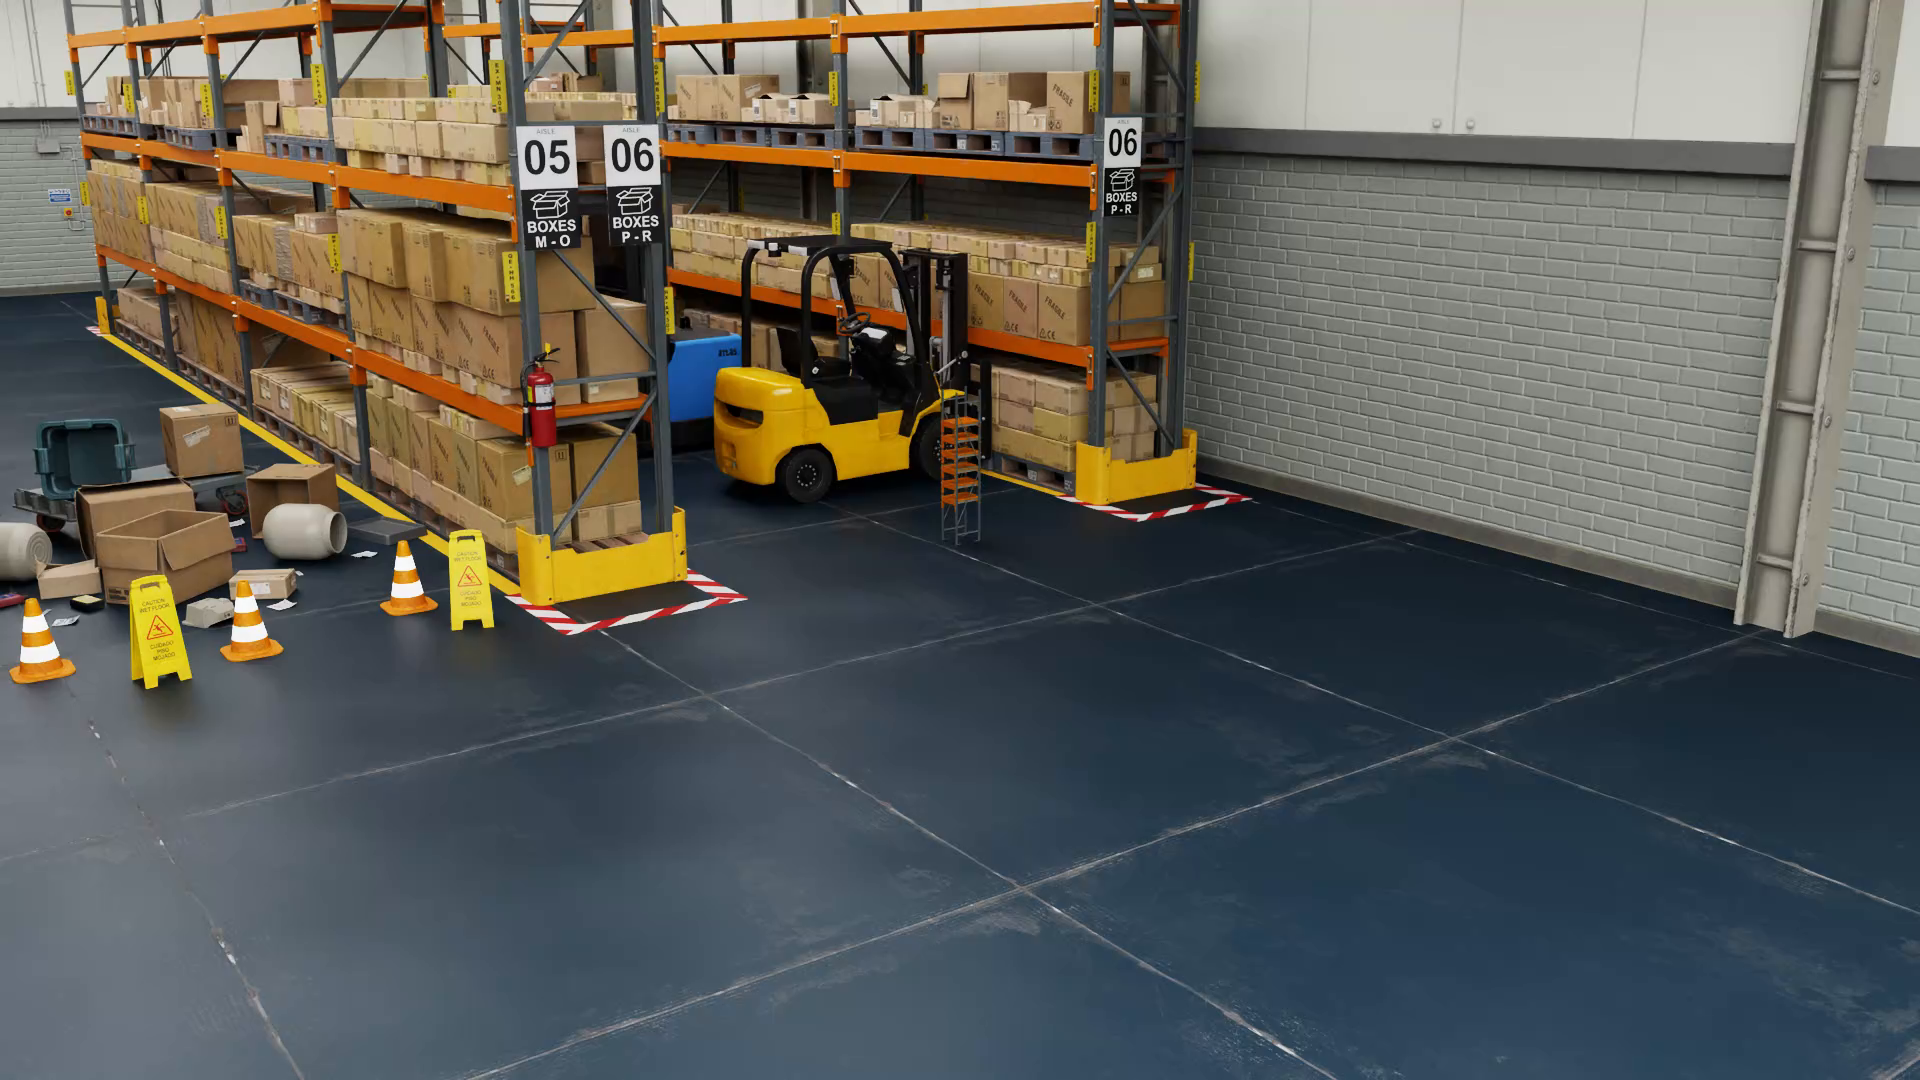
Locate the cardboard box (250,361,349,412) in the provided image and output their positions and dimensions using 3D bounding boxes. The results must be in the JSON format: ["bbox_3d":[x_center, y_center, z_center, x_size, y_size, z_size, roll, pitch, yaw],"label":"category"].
[{"bbox_3d":[-6.861,-1.619,17.490,0.950,0.372,0.625,-12,20,-38],"label":"cardboard box"}]

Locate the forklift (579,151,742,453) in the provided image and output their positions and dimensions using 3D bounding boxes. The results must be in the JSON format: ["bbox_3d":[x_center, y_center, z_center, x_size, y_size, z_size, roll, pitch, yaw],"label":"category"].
[{"bbox_3d":[-3.588,-2.252,15.754,3.031,2.935,1.130,-13,20,-39],"label":"forklift"}]

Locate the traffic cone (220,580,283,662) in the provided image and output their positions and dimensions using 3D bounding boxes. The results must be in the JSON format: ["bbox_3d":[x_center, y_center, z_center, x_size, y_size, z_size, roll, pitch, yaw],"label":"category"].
[{"bbox_3d":[-4.475,0.480,10.447,0.336,0.463,0.334,-11,19,-35],"label":"traffic cone"}]

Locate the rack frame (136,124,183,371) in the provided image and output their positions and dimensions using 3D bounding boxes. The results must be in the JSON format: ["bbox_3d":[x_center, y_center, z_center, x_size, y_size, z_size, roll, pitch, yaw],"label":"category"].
[{"bbox_3d":[-9.537,-3.660,20.766,1.000,3.000,0.127,-11,19,-35],"label":"rack frame"}]

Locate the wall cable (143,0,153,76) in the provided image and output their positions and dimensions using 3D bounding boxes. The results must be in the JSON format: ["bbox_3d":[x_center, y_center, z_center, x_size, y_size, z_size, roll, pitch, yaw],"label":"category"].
[{"bbox_3d":[-14.851,-8.695,27.797,2.355,3.000,0.029,-11,19,-35],"label":"wall cable"}]

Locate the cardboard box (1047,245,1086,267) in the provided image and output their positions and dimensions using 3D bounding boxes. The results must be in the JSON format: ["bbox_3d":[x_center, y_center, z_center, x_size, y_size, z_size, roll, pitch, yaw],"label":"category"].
[{"bbox_3d":[0.981,-2.465,14.418,0.380,0.149,0.250,-11,19,-34],"label":"cardboard box"}]

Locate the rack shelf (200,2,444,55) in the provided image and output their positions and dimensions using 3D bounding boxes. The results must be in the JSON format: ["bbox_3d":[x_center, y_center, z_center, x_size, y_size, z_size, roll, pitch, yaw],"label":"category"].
[{"bbox_3d":[-6.009,-4.732,15.440,1.077,0.370,4.000,-11,19,-35],"label":"rack shelf"}]

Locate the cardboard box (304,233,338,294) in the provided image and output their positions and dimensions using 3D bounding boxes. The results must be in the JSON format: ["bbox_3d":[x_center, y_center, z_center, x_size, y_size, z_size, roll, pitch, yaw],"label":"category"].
[{"bbox_3d":[-5.583,-2.514,15.033,0.500,0.500,0.500,-11,19,-34],"label":"cardboard box"}]

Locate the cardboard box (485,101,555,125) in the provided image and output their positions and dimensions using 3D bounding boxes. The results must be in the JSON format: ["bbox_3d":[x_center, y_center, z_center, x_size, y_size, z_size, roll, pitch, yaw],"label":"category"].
[{"bbox_3d":[-2.919,-2.834,11.032,0.380,0.149,0.250,-11,19,-34],"label":"cardboard box"}]

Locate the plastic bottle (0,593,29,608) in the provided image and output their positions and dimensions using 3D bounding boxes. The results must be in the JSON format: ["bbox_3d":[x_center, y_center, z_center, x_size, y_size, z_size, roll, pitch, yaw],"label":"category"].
[{"bbox_3d":[-6.568,0.419,11.428,0.133,0.061,0.283,10,18,33],"label":"plastic bottle"}]

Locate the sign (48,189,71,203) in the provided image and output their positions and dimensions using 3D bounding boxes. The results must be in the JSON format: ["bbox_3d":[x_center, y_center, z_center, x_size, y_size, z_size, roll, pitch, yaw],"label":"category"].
[{"bbox_3d":[-15.298,-5.850,28.257,0.327,0.218,0.001,-11,19,-35],"label":"sign"}]

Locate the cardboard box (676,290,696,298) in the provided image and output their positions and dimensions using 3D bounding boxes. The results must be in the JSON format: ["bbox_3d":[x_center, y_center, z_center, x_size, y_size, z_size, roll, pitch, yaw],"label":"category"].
[{"bbox_3d":[-3.572,-3.148,21.606,0.380,0.149,0.250,-11,19,-34],"label":"cardboard box"}]

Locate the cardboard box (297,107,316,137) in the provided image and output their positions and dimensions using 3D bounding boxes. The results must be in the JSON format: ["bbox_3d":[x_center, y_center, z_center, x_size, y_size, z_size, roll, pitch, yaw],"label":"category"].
[{"bbox_3d":[-5.587,-3.740,14.864,0.500,0.250,0.500,-11,19,-34],"label":"cardboard box"}]

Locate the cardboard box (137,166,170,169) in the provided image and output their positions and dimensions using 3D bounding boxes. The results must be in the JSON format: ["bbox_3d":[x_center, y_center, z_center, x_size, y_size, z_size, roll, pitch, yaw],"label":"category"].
[{"bbox_3d":[-10.181,-4.647,21.062,0.380,0.149,0.250,-11,19,-34],"label":"cardboard box"}]

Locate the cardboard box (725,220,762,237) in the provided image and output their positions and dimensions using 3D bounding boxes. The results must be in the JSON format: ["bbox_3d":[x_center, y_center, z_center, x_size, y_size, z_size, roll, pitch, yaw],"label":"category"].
[{"bbox_3d":[-2.455,-3.550,18.947,0.380,0.149,0.250,-10,18,-33],"label":"cardboard box"}]

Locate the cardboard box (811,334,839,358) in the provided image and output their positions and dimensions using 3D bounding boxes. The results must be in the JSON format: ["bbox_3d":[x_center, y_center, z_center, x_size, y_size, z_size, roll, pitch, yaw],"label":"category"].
[{"bbox_3d":[-1.136,-1.890,18.001,0.875,0.625,0.625,-10,18,-32],"label":"cardboard box"}]

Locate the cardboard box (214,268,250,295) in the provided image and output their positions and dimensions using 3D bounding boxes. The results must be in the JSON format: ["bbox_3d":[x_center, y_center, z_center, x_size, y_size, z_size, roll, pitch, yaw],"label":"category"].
[{"bbox_3d":[-7.692,-2.801,17.912,0.500,0.250,0.500,-12,19,-36],"label":"cardboard box"}]

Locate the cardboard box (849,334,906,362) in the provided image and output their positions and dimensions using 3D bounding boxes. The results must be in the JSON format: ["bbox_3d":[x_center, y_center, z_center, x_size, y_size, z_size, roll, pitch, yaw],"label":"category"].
[{"bbox_3d":[-0.789,-1.929,16.962,0.500,0.250,0.500,-11,19,-35],"label":"cardboard box"}]

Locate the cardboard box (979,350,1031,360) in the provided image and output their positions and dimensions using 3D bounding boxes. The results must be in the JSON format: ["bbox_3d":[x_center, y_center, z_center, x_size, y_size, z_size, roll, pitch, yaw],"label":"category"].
[{"bbox_3d":[0.525,-1.684,16.067,0.500,0.250,0.500,-11,19,-36],"label":"cardboard box"}]

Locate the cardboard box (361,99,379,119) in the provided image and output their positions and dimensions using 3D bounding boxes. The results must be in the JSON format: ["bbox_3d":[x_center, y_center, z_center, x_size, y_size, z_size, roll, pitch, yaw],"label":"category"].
[{"bbox_3d":[-4.454,-3.375,13.008,0.380,0.149,0.250,-11,19,-35],"label":"cardboard box"}]

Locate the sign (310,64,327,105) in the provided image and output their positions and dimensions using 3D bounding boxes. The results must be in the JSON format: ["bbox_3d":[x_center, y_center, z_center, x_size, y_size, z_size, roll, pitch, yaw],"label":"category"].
[{"bbox_3d":[-5.280,-3.751,13.690,0.100,0.325,0.005,-11,19,-35],"label":"sign"}]

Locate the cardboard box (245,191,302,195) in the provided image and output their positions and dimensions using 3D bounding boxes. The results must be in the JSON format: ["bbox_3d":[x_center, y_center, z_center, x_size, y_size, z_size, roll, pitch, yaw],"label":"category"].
[{"bbox_3d":[-7.576,-3.584,18.405,0.500,0.500,0.500,-11,19,-34],"label":"cardboard box"}]

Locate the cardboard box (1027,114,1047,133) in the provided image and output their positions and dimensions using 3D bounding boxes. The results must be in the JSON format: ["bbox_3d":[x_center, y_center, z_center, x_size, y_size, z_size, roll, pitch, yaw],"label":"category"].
[{"bbox_3d":[0.799,-3.575,14.264,0.380,0.149,0.250,-12,19,-36],"label":"cardboard box"}]

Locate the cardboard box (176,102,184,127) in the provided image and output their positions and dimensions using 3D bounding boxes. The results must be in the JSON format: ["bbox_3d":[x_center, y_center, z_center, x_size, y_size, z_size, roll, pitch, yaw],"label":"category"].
[{"bbox_3d":[-8.278,-4.630,18.087,0.396,0.266,0.258,-11,19,-36],"label":"cardboard box"}]

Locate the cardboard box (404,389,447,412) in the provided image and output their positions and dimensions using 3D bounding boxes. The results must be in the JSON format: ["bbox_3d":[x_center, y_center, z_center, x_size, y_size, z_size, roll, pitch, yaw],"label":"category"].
[{"bbox_3d":[-4.215,-1.132,13.294,0.380,0.149,0.250,-10,18,-31],"label":"cardboard box"}]

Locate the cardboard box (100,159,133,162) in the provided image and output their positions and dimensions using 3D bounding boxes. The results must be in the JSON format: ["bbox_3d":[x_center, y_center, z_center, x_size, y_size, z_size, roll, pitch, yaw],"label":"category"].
[{"bbox_3d":[-11.692,-5.194,23.057,0.380,0.149,0.250,-10,18,-33],"label":"cardboard box"}]

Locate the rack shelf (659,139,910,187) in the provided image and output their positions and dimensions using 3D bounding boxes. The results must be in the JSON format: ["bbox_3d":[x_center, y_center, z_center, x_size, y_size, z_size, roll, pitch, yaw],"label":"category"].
[{"bbox_3d":[-1.996,-4.250,18.601,1.077,0.370,4.000,-11,19,-35],"label":"rack shelf"}]

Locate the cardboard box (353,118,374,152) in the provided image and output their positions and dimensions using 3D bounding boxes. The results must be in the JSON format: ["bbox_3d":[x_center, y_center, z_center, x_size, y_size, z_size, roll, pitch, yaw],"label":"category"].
[{"bbox_3d":[-4.485,-3.224,13.213,0.500,0.250,0.500,-11,19,-35],"label":"cardboard box"}]

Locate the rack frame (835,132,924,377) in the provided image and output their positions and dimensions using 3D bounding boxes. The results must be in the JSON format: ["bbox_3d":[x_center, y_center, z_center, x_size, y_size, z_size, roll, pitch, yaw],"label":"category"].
[{"bbox_3d":[-0.820,-2.723,17.342,1.000,3.000,0.127,-11,19,-35],"label":"rack frame"}]

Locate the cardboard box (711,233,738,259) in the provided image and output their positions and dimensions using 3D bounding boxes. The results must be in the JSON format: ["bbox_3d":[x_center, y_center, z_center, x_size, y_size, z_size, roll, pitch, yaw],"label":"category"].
[{"bbox_3d":[-2.522,-3.391,19.122,0.500,0.250,0.500,-11,19,-36],"label":"cardboard box"}]

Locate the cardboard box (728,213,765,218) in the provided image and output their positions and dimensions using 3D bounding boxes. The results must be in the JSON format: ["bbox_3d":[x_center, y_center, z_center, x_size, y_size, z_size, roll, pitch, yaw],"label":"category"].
[{"bbox_3d":[-2.573,-3.861,20.084,0.380,0.149,0.250,-10,18,-33],"label":"cardboard box"}]

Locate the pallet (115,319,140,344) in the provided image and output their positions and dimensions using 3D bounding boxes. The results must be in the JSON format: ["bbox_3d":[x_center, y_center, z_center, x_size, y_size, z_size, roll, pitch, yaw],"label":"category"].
[{"bbox_3d":[-11.355,-3.010,23.675,1.003,0.211,1.213,-11,19,-35],"label":"pallet"}]

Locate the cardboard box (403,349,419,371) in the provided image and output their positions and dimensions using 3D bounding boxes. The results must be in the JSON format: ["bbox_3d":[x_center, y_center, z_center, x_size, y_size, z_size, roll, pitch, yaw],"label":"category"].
[{"bbox_3d":[-4.163,-1.439,13.126,0.380,0.149,0.250,-11,19,-34],"label":"cardboard box"}]

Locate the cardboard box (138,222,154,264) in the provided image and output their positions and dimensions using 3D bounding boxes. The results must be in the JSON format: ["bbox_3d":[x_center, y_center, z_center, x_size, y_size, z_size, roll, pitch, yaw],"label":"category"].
[{"bbox_3d":[-10.016,-3.767,20.969,0.500,0.500,0.500,-11,19,-34],"label":"cardboard box"}]

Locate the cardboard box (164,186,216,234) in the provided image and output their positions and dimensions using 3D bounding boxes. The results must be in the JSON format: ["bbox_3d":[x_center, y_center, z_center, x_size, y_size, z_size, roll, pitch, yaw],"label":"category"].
[{"bbox_3d":[-8.896,-3.840,19.340,0.500,0.500,0.500,-11,19,-36],"label":"cardboard box"}]

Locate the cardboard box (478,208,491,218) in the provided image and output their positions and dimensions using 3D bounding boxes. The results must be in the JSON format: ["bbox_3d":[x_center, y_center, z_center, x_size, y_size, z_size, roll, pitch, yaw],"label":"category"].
[{"bbox_3d":[-6.912,-4.896,25.004,0.500,0.250,0.500,-11,19,-36],"label":"cardboard box"}]

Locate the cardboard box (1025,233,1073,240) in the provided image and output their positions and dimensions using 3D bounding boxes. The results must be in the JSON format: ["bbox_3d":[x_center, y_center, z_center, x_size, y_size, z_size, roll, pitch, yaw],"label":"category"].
[{"bbox_3d":[0.831,-2.772,15.541,0.380,0.149,0.250,-11,19,-36],"label":"cardboard box"}]

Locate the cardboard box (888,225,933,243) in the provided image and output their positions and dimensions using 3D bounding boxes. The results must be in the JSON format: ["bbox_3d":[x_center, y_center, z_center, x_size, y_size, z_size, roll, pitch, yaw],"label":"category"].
[{"bbox_3d":[-0.489,-3.018,16.440,0.380,0.149,0.250,-11,19,-36],"label":"cardboard box"}]

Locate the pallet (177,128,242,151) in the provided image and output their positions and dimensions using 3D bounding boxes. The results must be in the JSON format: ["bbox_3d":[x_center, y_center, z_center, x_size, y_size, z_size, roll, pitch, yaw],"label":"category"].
[{"bbox_3d":[-7.606,-4.291,17.746,1.213,0.211,1.003,-10,18,-32],"label":"pallet"}]

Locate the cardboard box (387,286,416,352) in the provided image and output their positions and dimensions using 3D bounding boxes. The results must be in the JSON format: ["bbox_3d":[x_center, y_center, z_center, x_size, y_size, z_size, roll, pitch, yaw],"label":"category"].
[{"bbox_3d":[-4.201,-1.793,13.193,0.500,0.500,0.500,-11,19,-35],"label":"cardboard box"}]

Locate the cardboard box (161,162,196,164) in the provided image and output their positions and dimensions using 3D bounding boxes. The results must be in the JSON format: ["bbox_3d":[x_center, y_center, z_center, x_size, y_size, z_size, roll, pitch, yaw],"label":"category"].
[{"bbox_3d":[-10.393,-4.939,22.127,0.380,0.149,0.250,-11,19,-34],"label":"cardboard box"}]

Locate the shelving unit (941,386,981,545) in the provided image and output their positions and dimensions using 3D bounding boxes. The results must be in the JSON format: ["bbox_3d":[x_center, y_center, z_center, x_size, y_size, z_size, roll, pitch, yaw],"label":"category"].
[{"bbox_3d":[0.009,-0.576,12.906,0.258,1.200,0.189,-11,19,-35],"label":"shelving unit"}]

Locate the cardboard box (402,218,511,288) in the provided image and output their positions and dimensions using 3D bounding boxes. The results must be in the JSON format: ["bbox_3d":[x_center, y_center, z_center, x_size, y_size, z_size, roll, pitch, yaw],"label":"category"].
[{"bbox_3d":[-3.813,-2.177,12.700,0.700,0.500,0.500,-11,19,-35],"label":"cardboard box"}]

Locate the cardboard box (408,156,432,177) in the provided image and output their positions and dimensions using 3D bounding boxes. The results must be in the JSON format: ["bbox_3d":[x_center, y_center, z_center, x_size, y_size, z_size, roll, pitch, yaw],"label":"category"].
[{"bbox_3d":[-3.856,-2.777,12.333,0.380,0.149,0.250,-11,19,-35],"label":"cardboard box"}]

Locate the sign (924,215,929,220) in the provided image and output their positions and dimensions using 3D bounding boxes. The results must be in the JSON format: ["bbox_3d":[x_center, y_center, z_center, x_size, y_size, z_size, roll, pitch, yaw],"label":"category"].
[{"bbox_3d":[-0.372,-3.265,17.533,0.100,0.325,0.005,-11,19,-35],"label":"sign"}]

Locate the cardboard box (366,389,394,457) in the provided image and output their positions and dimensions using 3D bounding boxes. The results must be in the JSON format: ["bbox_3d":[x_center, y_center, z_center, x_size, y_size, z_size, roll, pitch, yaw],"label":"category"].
[{"bbox_3d":[-4.704,-1.022,14.119,0.500,0.500,0.500,-10,18,-32],"label":"cardboard box"}]

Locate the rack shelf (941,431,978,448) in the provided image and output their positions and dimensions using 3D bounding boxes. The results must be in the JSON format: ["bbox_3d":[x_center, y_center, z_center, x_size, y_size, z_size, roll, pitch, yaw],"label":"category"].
[{"bbox_3d":[0.009,-0.764,12.855,0.258,0.103,0.180,-11,19,-35],"label":"rack shelf"}]

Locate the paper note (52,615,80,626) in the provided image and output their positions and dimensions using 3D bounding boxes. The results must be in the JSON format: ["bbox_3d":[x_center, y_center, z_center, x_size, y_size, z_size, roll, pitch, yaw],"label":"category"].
[{"bbox_3d":[-5.950,0.536,11.063,0.144,0.017,0.142,-4,16,-15],"label":"paper note"}]

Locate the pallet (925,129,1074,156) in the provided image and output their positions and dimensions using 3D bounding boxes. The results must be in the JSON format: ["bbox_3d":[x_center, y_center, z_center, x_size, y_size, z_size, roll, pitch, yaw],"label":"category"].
[{"bbox_3d":[0.416,-3.688,15.356,1.003,0.211,1.213,-11,19,-35],"label":"pallet"}]

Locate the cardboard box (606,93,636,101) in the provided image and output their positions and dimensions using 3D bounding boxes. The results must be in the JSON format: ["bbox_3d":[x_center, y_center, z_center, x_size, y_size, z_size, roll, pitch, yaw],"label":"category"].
[{"bbox_3d":[-4.226,-5.538,20.912,0.380,0.149,0.250,-11,19,-36],"label":"cardboard box"}]

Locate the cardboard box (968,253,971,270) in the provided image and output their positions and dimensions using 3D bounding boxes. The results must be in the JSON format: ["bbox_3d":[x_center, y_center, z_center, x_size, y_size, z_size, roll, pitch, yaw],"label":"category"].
[{"bbox_3d":[0.254,-2.598,15.467,0.380,0.149,0.250,-11,19,-35],"label":"cardboard box"}]

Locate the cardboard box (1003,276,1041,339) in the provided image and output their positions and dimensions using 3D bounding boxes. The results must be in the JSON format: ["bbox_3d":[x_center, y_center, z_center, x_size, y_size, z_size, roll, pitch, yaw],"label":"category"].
[{"bbox_3d":[0.733,-2.093,14.853,0.500,0.500,0.500,-10,18,-33],"label":"cardboard box"}]

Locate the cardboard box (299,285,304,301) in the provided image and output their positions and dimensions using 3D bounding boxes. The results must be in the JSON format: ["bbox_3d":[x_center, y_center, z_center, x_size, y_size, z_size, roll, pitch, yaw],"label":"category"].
[{"bbox_3d":[-5.947,-2.320,15.551,0.380,0.149,0.250,-11,19,-35],"label":"cardboard box"}]

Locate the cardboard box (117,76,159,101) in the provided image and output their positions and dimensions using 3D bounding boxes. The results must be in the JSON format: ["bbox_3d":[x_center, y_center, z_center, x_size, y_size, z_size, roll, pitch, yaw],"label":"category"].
[{"bbox_3d":[-10.356,-5.690,21.321,0.797,0.503,0.637,-9,18,-30],"label":"cardboard box"}]
